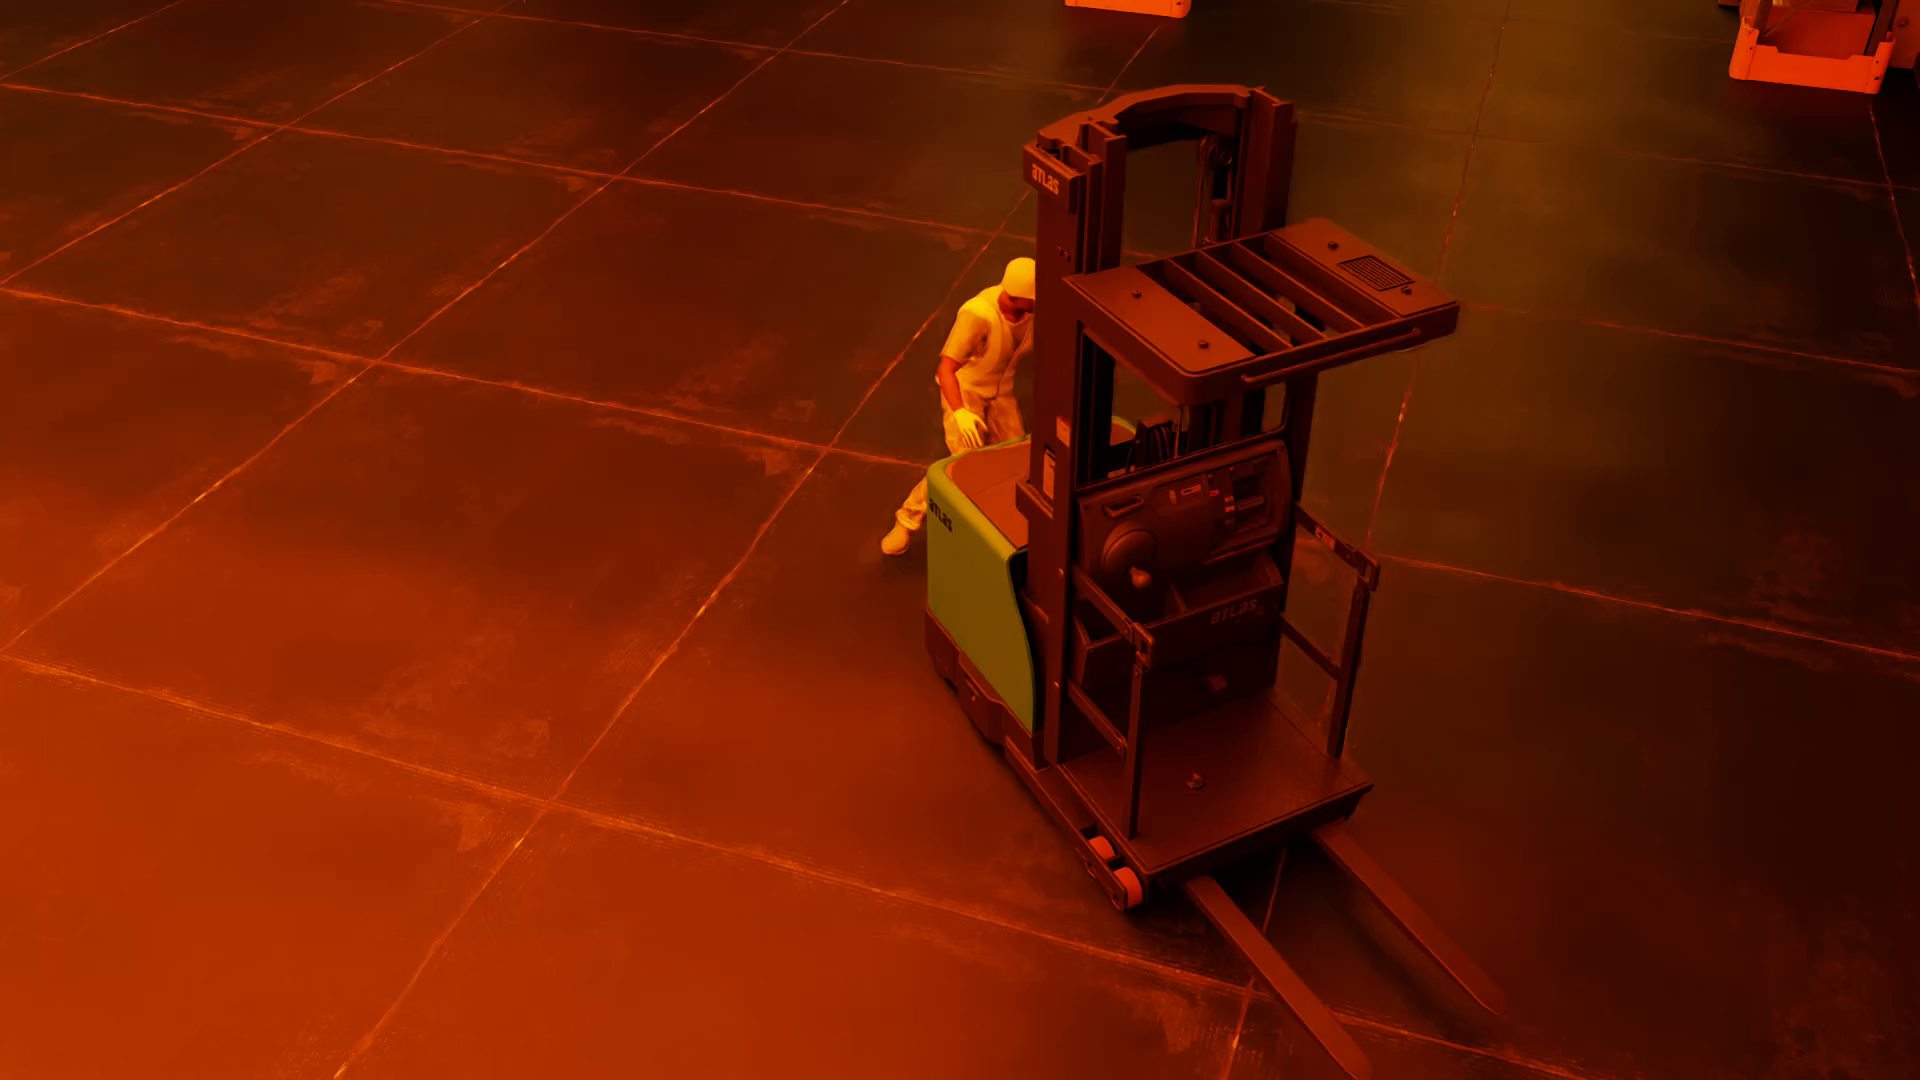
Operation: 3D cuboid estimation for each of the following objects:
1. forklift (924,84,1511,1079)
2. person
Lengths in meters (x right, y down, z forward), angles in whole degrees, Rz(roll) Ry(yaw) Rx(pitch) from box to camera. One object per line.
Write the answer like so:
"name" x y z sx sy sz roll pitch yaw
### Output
"forklift" 0.964 -0.032 6.156 1.130 2.935 3.031 -17 39 -22
"person" 0.177 -0.645 8.259 1.308 1.530 0.931 -28 44 -33
